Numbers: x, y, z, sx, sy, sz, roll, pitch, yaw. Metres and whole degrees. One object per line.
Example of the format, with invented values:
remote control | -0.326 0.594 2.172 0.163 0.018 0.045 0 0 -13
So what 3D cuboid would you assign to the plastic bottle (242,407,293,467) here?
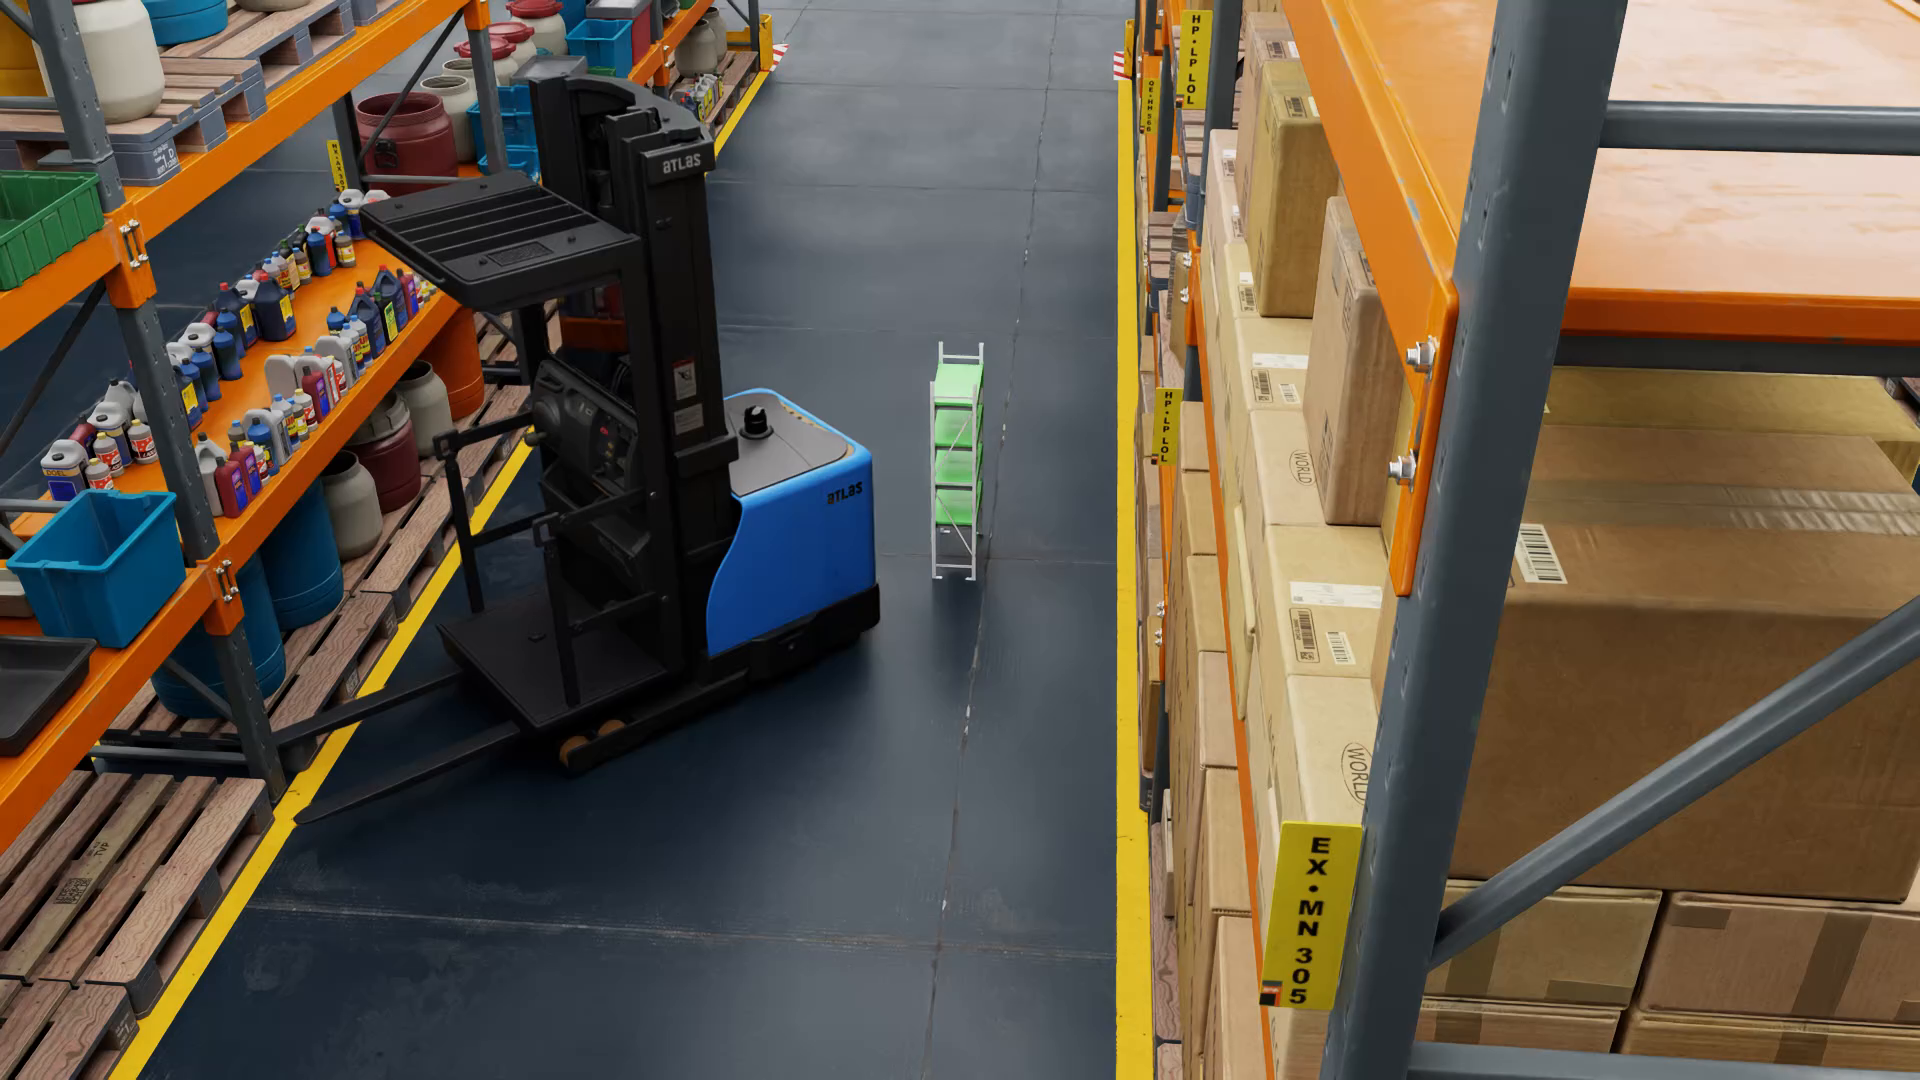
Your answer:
plastic bottle | -3.158 -0.488 7.581 0.152 0.276 0.135 2 32 4

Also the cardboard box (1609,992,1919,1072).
cardboard box | 1.301 0.711 2.801 0.500 0.250 0.500 2 32 4

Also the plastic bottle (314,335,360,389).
plastic bottle | -3.093 -0.902 8.253 0.152 0.276 0.135 2 32 4

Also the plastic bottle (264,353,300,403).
plastic bottle | -3.264 -0.787 8.066 0.152 0.276 0.135 2 32 4

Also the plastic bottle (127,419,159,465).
plastic bottle | -3.740 -0.454 7.597 0.097 0.201 0.097 0 32 0

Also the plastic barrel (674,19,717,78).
plastic barrel | -2.646 -4.908 16.607 0.421 0.512 0.421 0 32 0

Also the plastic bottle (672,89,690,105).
plastic bottle | -2.574 -4.053 15.424 0.152 0.276 0.135 2 32 4

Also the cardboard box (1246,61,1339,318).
cardboard box | 1.113 -0.882 4.195 0.700 0.500 0.500 2 32 4

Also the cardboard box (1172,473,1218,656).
cardboard box | 0.971 0.126 5.418 0.500 0.500 0.500 2 32 2

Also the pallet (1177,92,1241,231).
pallet | 1.455 -1.445 6.336 1.213 0.211 1.003 2 32 4

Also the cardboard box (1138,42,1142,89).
cardboard box | 1.918 -4.457 15.409 0.500 0.500 0.500 2 32 4

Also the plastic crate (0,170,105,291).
plastic crate | -3.338 -1.076 5.759 0.450 0.188 0.662 2 32 4

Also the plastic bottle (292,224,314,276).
plastic bottle | -3.731 -1.643 9.448 0.061 0.283 0.133 2 32 4

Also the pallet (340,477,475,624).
pallet | -3.404 0.022 9.293 1.003 0.211 1.213 2 32 4

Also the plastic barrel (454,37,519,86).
plastic barrel | -3.345 -3.264 11.837 0.433 0.535 0.433 0 32 0

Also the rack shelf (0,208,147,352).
rack shelf | -3.768 -0.048 4.576 1.077 0.370 4.000 2 32 4

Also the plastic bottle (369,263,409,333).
plastic bottle | -3.035 -1.285 8.803 0.144 0.351 0.185 2 32 4

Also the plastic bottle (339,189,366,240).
plastic bottle | -3.637 -1.950 9.953 0.152 0.276 0.135 2 32 4

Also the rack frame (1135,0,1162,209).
rack frame | 1.983 -4.093 13.313 1.000 3.000 0.127 2 32 4

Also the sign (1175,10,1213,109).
sign | 0.778 -1.596 5.534 0.100 0.325 0.005 2 32 4

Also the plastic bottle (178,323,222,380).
plastic bottle | -3.795 -0.937 8.309 0.152 0.276 0.135 2 32 4

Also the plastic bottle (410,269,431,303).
plastic bottle | -2.981 -1.415 9.157 0.097 0.201 0.097 0 32 0

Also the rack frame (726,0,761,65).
rack frame | -2.628 -6.398 17.053 1.000 3.000 0.127 2 32 4

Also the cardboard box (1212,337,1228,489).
cardboard box | 0.958 -0.357 4.534 0.500 0.250 0.500 2 32 4

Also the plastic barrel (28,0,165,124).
plastic barrel | -3.312 -1.901 6.368 0.433 0.535 0.433 0 32 0

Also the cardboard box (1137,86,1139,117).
cardboard box | 1.919 -4.138 15.606 0.500 0.250 0.500 2 32 4

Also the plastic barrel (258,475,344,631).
plastic barrel | -3.486 -0.063 8.373 0.600 0.901 0.708 2 32 4

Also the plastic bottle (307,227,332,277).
plastic bottle | -3.651 -1.644 9.461 0.097 0.271 0.097 0 32 0

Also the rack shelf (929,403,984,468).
rack shelf | -0.013 -0.574 8.983 0.258 0.148 0.480 2 32 4

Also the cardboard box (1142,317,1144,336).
cardboard box | 1.457 -1.295 10.993 0.500 0.250 0.500 3 32 5

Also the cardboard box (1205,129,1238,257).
cardboard box | 1.044 -1.092 5.251 0.500 0.250 0.500 2 32 4

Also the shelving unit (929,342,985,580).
shelving unit | -0.013 -0.424 9.075 0.258 1.200 0.503 2 32 4

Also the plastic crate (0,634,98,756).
plastic crate | -3.428 0.565 5.959 0.437 0.125 0.590 2 32 4

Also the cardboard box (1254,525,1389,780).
cardboard box | 0.834 0.215 3.130 0.500 0.250 0.500 2 32 4

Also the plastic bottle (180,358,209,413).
plastic bottle | -3.699 -0.748 8.007 0.097 0.271 0.097 0 32 0

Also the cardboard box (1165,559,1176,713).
cardboard box | 1.018 0.303 6.085 0.500 0.500 0.500 3 32 5

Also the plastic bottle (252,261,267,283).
plastic bottle | -3.776 -1.351 8.974 0.061 0.283 0.133 2 32 4

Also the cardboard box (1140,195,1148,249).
cardboard box | 1.577 -2.331 12.139 0.500 0.311 0.500 3 32 5

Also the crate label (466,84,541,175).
crate label | -2.929 -2.738 11.080 0.502 0.435 0.616 2 32 4

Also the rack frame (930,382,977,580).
rack frame | -0.033 -0.297 8.868 0.240 1.200 0.015 2 32 4

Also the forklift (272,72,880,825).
forklift | -1.879 -0.476 7.509 3.031 2.935 1.130 -23 39 -33

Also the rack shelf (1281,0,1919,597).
rack shelf | 1.169 -1.110 3.443 1.077 0.370 4.000 2 32 4

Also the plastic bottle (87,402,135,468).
plastic bottle | -3.865 -0.481 7.571 0.152 0.276 0.135 2 32 4

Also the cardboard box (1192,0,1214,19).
cardboard box | 1.571 -2.553 7.859 0.910 0.500 0.500 2 32 4

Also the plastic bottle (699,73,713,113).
plastic bottle | -2.409 -4.189 15.574 0.144 0.351 0.185 4 32 6

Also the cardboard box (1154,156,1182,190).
cardboard box | 1.455 -2.377 10.767 0.380 0.149 0.250 2 32 4

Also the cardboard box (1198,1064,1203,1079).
cardboard box | 0.810 1.622 3.944 0.500 0.500 0.500 3 32 4

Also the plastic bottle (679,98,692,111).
plastic bottle | -2.474 -3.770 14.895 0.144 0.351 0.185 3 32 5

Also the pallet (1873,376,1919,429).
pallet | 6.660 -1.013 10.973 1.003 0.211 1.213 2 32 4

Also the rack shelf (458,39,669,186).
rack shelf | -3.117 -2.954 12.151 1.077 0.370 4.000 2 32 4

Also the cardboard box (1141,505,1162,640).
cardboard box | 1.176 0.176 8.348 0.500 0.500 0.500 3 32 5

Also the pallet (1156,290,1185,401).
pallet | 1.503 -0.903 8.319 1.003 0.211 1.213 2 32 4
